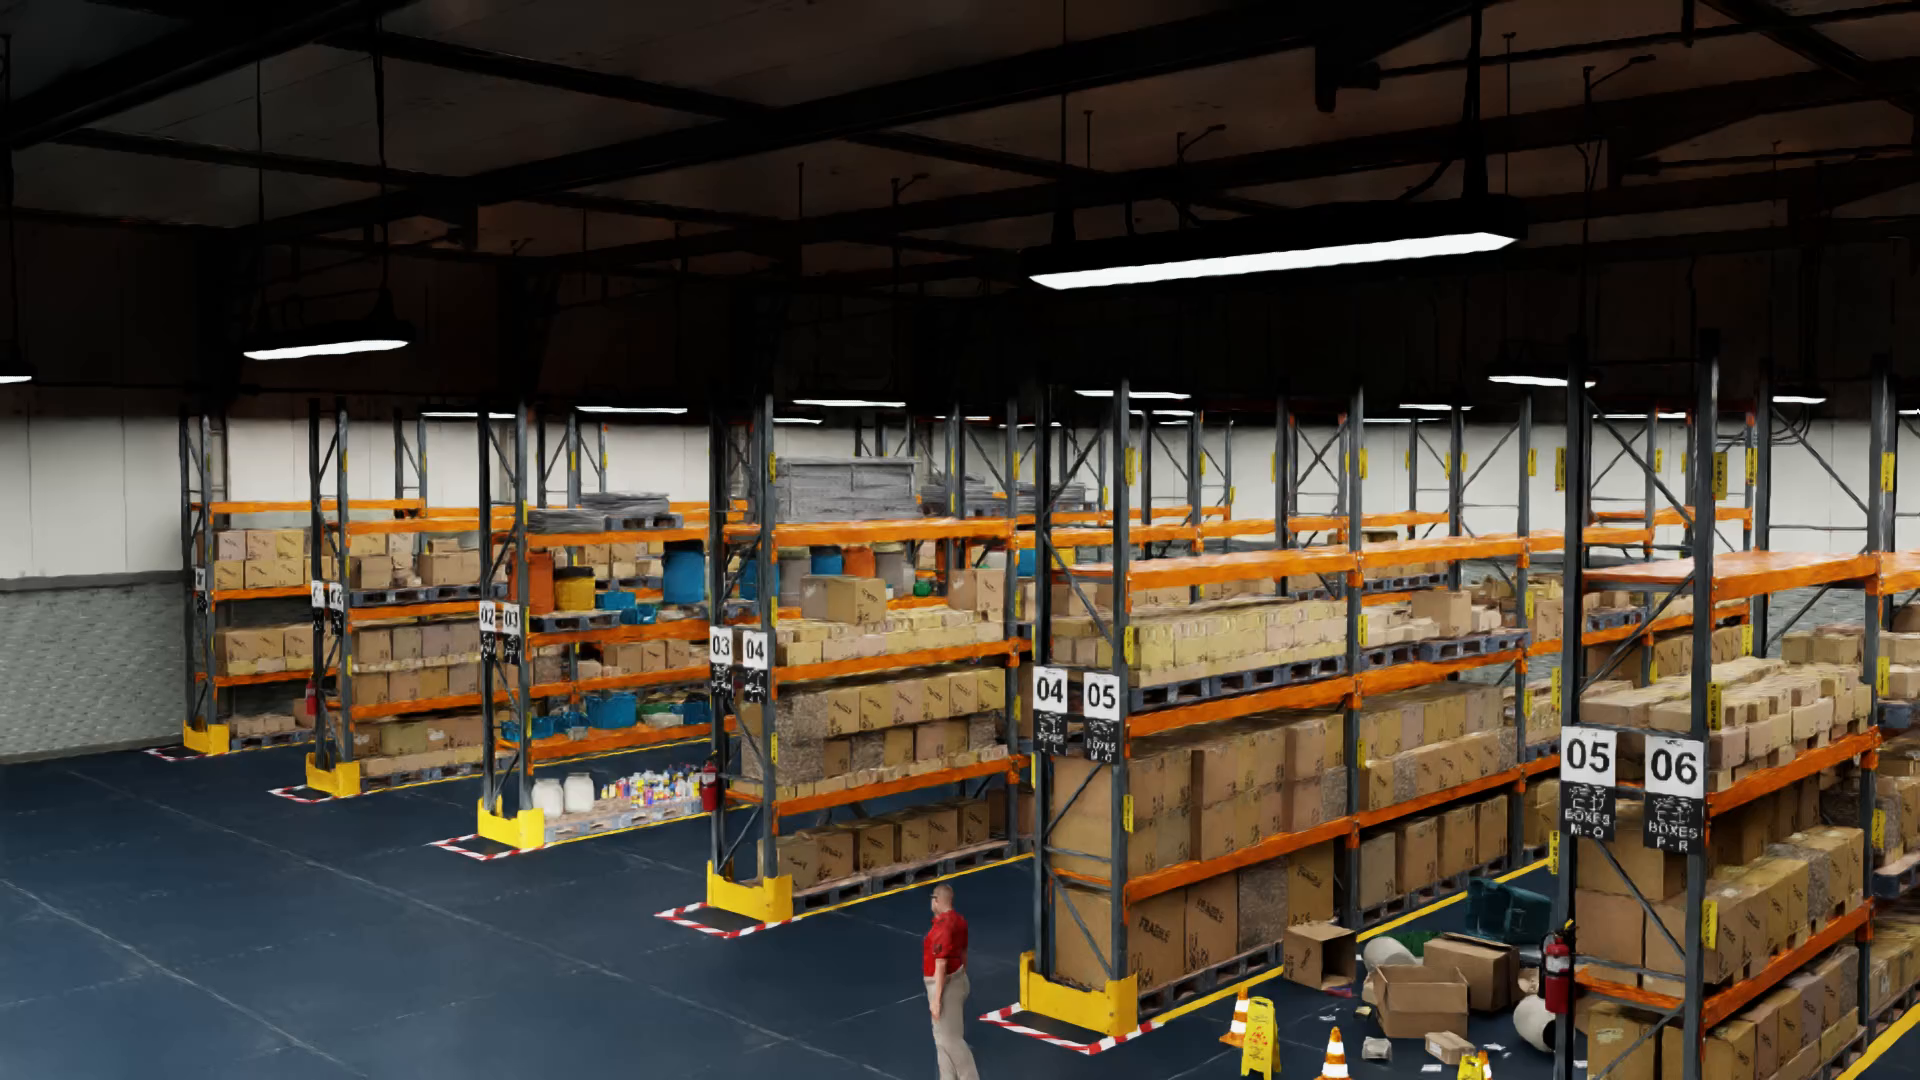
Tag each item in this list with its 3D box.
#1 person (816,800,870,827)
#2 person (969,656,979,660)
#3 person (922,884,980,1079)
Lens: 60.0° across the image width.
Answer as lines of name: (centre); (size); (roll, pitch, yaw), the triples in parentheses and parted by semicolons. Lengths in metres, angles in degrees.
person: (-1.585, 3.194, 22.031); (1.000, 1.587, 0.443); (-2, 4, -38)
person: (0.364, 2.607, 33.235); (0.639, 1.632, 0.512); (3, 4, 42)
person: (-0.053, 3.614, 13.270); (0.554, 1.716, 0.652); (1, 3, 17)
